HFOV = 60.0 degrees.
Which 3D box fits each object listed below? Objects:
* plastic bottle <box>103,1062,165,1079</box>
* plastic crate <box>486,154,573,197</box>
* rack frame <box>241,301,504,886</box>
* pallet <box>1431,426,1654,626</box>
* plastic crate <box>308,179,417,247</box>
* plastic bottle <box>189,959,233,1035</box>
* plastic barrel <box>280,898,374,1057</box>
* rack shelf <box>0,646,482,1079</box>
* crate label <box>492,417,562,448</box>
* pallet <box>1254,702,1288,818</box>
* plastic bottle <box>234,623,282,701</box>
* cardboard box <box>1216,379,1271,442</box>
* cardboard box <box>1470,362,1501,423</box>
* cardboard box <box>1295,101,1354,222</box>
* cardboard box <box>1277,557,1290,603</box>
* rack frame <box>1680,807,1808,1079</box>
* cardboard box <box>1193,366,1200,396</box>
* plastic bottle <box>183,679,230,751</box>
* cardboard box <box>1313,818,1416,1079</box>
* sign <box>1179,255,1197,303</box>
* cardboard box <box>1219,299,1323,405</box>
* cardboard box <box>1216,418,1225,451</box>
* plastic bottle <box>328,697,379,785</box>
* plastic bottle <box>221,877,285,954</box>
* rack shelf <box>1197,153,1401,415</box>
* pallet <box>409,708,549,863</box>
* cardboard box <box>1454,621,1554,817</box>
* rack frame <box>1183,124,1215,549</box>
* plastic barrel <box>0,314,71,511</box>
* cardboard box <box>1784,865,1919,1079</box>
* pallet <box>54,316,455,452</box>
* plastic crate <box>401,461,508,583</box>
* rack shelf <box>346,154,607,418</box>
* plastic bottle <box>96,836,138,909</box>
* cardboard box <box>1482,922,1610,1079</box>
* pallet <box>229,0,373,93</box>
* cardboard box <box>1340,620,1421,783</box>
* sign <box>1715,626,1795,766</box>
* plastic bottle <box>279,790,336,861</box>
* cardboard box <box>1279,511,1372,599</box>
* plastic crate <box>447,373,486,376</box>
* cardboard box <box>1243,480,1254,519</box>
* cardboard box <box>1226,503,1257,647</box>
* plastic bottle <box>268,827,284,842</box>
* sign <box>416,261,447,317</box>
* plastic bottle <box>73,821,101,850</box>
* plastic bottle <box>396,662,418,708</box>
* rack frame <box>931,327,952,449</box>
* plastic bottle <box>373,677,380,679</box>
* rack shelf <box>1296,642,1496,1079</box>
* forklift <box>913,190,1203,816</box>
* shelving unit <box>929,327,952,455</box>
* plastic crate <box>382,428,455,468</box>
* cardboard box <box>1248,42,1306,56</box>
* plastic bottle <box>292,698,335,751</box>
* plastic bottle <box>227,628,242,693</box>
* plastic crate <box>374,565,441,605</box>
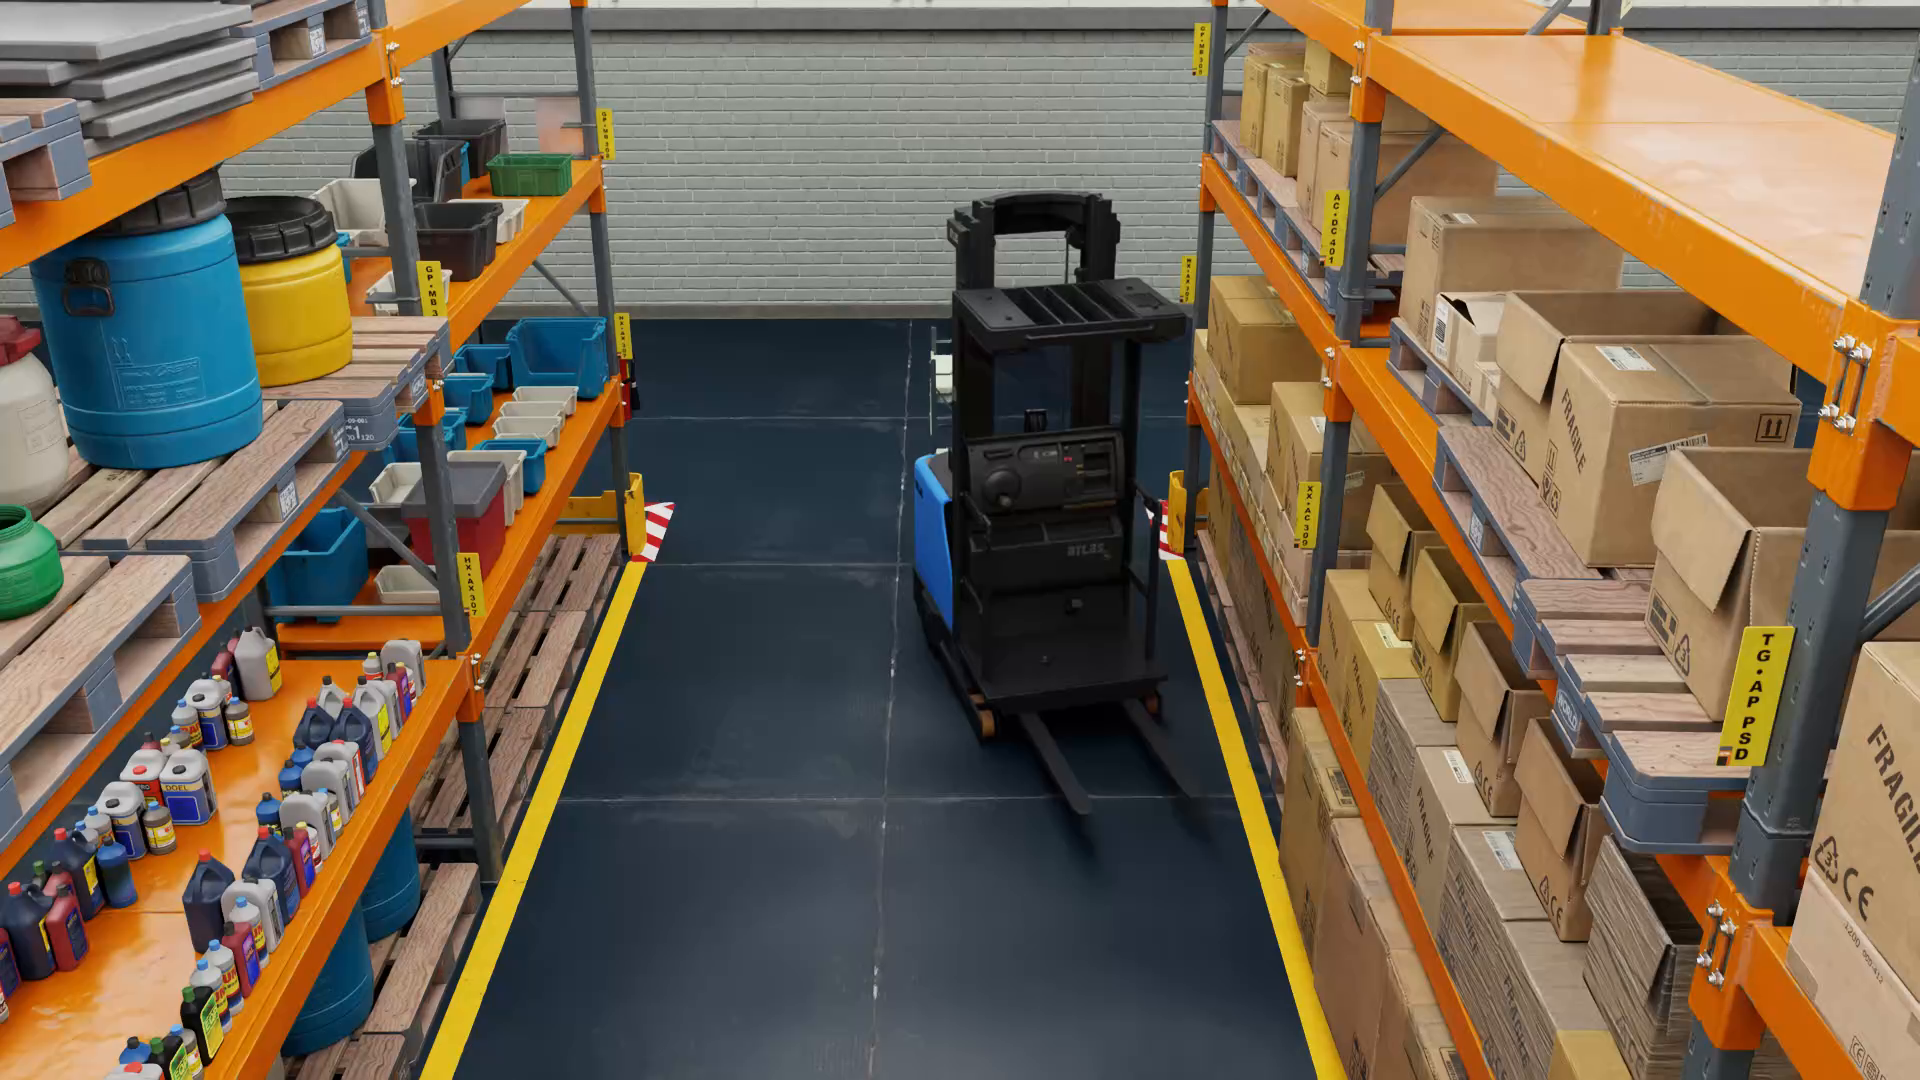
[{"bbox_3d":[-2.454,1.671,4.949,0.152,0.276,0.135,0,24,-1],"label":"plastic bottle"},{"bbox_3d":[-2.558,-2.176,9.923,0.450,0.188,0.336,0,24,-1],"label":"plastic crate"},{"bbox_3d":[-2.811,0.337,7.748,1.000,3.000,0.127,0,24,-1],"label":"rack frame"},{"bbox_3d":[2.110,-0.044,5.179,1.003,0.211,1.213,1,24,2],"label":"pallet"},{"bbox_3d":[-3.139,-1.709,8.777,0.437,0.282,0.530,0,24,-1],"label":"plastic crate"},{"bbox_3d":[-2.431,1.475,5.387,0.097,0.271,0.097,0,24,0],"label":"plastic bottle"},{"bbox_3d":[-2.814,1.618,6.953,0.600,0.901,0.708,0,24,-1],"label":"plastic barrel"},{"bbox_3d":[-2.789,1.489,6.075,1.077,0.370,4.000,0,24,-1],"label":"rack shelf"},{"bbox_3d":[-2.648,-0.649,10.176,0.396,0.136,0.243,0,24,-1],"label":"crate label"},{"bbox_3d":[2.212,1.271,9.066,1.003,0.211,1.213,0,24,-1],"label":"pallet"},{"bbox_3d":[-3.130,0.523,7.398,0.144,0.351,0.185,0,24,-1],"label":"plastic bottle"},{"bbox_3d":[1.848,-0.781,10.040,0.500,0.250,0.500,-1,24,-2],"label":"cardboard box"},{"bbox_3d":[2.008,-0.515,5.787,0.380,0.149,0.250,-1,24,-3],"label":"cardboard box"},{"bbox_3d":[2.072,-1.878,8.254,0.700,0.500,0.500,1,24,2],"label":"cardboard box"},{"bbox_3d":[1.808,0.199,8.359,0.380,0.149,0.250,0,24,0],"label":"cardboard box"},{"bbox_3d":[2.186,1.963,4.153,1.000,3.000,0.127,0,24,-1],"label":"rack frame"},{"bbox_3d":[1.772,-1.071,11.167,0.380,0.149,0.250,0,24,0],"label":"cardboard box"},{"bbox_3d":[-3.183,0.737,7.015,0.152,0.276,0.135,0,24,-1],"label":"plastic bottle"},{"bbox_3d":[2.180,1.723,6.752,1.225,0.875,0.875,-1,24,-2],"label":"cardboard box"},{"bbox_3d":[1.543,-1.764,11.247,0.100,0.325,0.005,0,24,-1],"label":"sign"},{"bbox_3d":[1.851,-1.124,9.890,0.500,0.500,0.500,-1,24,-2],"label":"cardboard box"},{"bbox_3d":[1.785,-0.648,10.231,0.380,0.149,0.250,-1,24,-2],"label":"cardboard box"},{"bbox_3d":[-2.471,0.813,6.756,0.144,0.351,0.185,0,24,-1],"label":"plastic bottle"},{"bbox_3d":[-2.464,1.290,5.791,0.152,0.276,0.135,0,24,-1],"label":"plastic bottle"},{"bbox_3d":[2.120,-1.548,9.150,1.077,0.370,4.000,0,24,-1],"label":"rack shelf"},{"bbox_3d":[-2.857,1.305,8.993,1.003,0.211,1.213,0,24,-1],"label":"pallet"},{"bbox_3d":[2.176,0.614,5.797,0.797,0.503,0.637,1,24,1],"label":"cardboard box"},{"bbox_3d":[2.098,-1.334,11.442,1.000,3.000,0.127,0,24,-1],"label":"rack frame"},{"bbox_3d":[-2.937,-0.365,4.985,0.433,0.535,0.433,0,24,0],"label":"plastic barrel"},{"bbox_3d":[1.936,0.859,3.135,0.500,0.250,0.500,0,24,0],"label":"cardboard box"},{"bbox_3d":[-2.704,-0.621,6.456,1.213,0.211,1.003,0,24,-1],"label":"pallet"},{"bbox_3d":[-2.570,-0.089,8.539,0.402,0.464,0.583,0,24,-1],"label":"plastic crate"},{"bbox_3d":[-2.832,-1.526,9.101,1.077,0.370,4.000,0,24,-1],"label":"rack shelf"},{"bbox_3d":[-3.054,1.193,6.013,0.097,0.271,0.097,0,24,0],"label":"plastic bottle"},{"bbox_3d":[1.933,1.510,5.034,0.500,0.500,0.500,0,24,-1],"label":"cardboard box"},{"bbox_3d":[-2.771,-1.787,5.880,1.003,0.211,1.213,0,24,-1],"label":"pallet"},{"bbox_3d":[1.904,0.667,6.897,0.500,0.500,0.500,0,24,0],"label":"cardboard box"},{"bbox_3d":[1.631,0.324,3.414,0.100,0.325,0.005,0,24,-1],"label":"sign"},{"bbox_3d":[-2.470,1.064,6.292,0.152,0.276,0.135,0,24,-1],"label":"plastic bottle"},{"bbox_3d":[1.875,0.067,8.167,0.500,0.250,0.500,-1,24,-2],"label":"cardboard box"},{"bbox_3d":[-3.260,-0.983,10.913,0.250,0.136,0.298,0,24,-1],"label":"plastic crate"},{"bbox_3d":[1.797,-0.225,9.295,0.380,0.149,0.250,-1,24,-1],"label":"cardboard box"},{"bbox_3d":[2.195,0.081,10.382,0.875,0.875,0.875,0,24,-1],"label":"cardboard box"},{"bbox_3d":[-2.500,1.169,6.065,0.097,0.271,0.097,0,24,0],"label":"plastic bottle"},{"bbox_3d":[-2.261,-1.036,7.132,0.100,0.325,0.005,0,24,-1],"label":"sign"},{"bbox_3d":[-3.199,1.153,6.100,0.097,0.271,0.097,0,24,0],"label":"plastic bottle"},{"bbox_3d":[-2.454,0.636,7.328,0.097,0.201,0.097,0,24,0],"label":"plastic bottle"},{"bbox_3d":[-0.004,-0.831,12.152,0.400,1.500,0.023,0,24,-1],"label":"rack frame"},{"bbox_3d":[-2.514,0.691,7.206,0.097,0.201,0.097,0,24,0],"label":"plastic bottle"},{"bbox_3d":[2.164,1.467,6.124,1.077,0.370,4.000,0,24,-1],"label":"rack shelf"},{"bbox_3d":[0.557,-0.368,9.389,1.130,2.935,3.031,-6,25,-13],"label":"forklift"},{"bbox_3d":[0.000,-0.681,11.818,0.431,1.500,0.755,0,24,-1],"label":"shelving unit"},{"bbox_3d":[-3.163,-0.493,9.714,0.416,0.233,0.300,0,24,-1],"label":"plastic crate"},{"bbox_3d":[2.158,-2.769,10.223,0.700,0.500,0.500,-2,24,-4],"label":"cardboard box"},{"bbox_3d":[-2.615,0.813,6.755,0.144,0.351,0.185,0,24,-1],"label":"plastic bottle"},{"bbox_3d":[-3.233,0.543,7.434,0.061,0.283,0.133,0,24,-1],"label":"plastic bottle"},{"bbox_3d":[-2.673,0.237,8.216,0.396,0.136,0.243,0,24,-1],"label":"plastic crate"}]
